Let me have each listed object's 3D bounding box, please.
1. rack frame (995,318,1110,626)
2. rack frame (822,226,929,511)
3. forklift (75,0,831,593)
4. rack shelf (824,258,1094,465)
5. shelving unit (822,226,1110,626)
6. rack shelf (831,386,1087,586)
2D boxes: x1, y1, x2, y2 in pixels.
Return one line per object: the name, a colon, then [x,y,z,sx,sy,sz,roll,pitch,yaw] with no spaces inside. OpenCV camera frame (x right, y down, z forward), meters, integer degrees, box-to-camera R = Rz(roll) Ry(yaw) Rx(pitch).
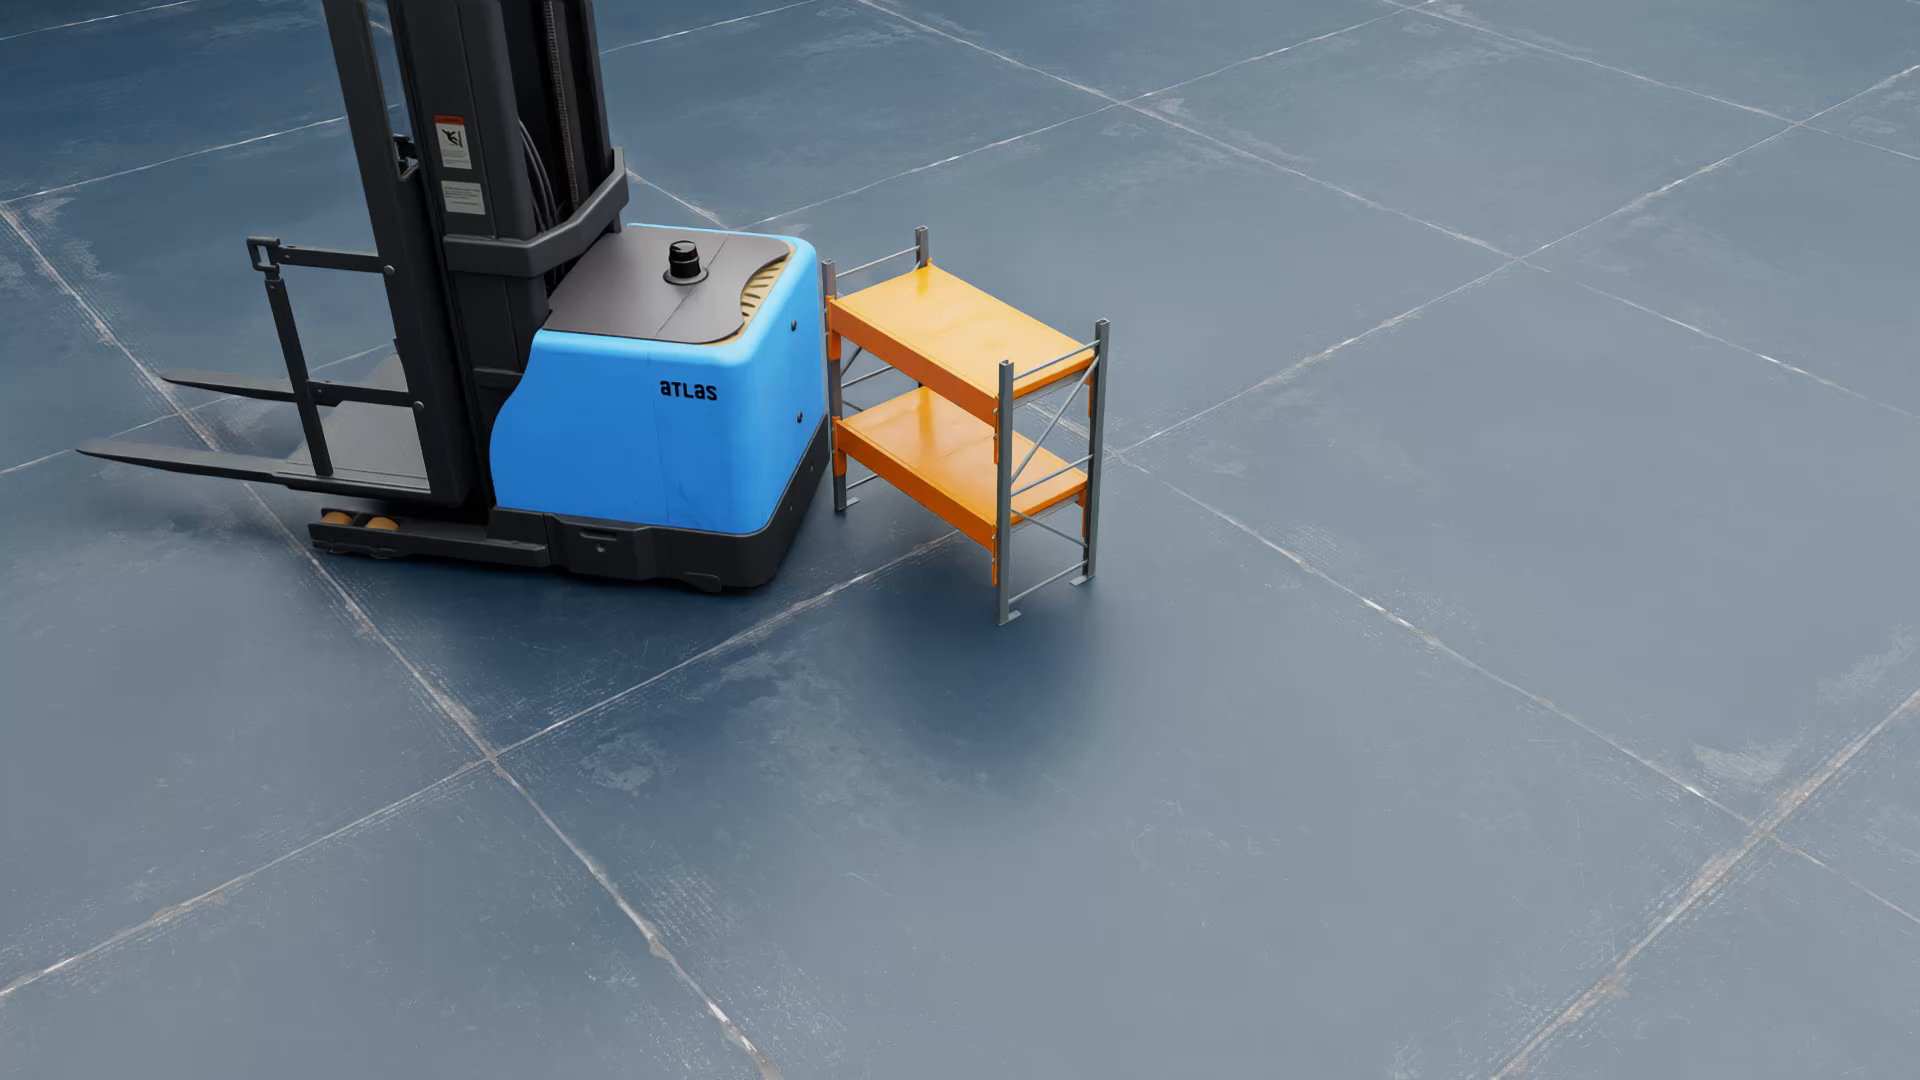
rack frame: [0.332,-0.232,6.104,0.500,1.125,0.032,-26,43,-32]
rack frame: [-0.324,-0.680,6.738,0.500,1.125,0.032,-26,43,-32]
forklift: [-2.123,-1.411,6.206,3.031,2.935,1.130,7,36,9]
rack shelf: [0.004,-0.695,6.252,0.538,0.278,1.000,-26,43,-32]
shelving unit: [0.004,-0.456,6.421,0.538,1.125,1.048,-26,43,-32]
rack shelf: [0.004,-0.257,6.562,0.538,0.278,1.000,-26,43,-32]
